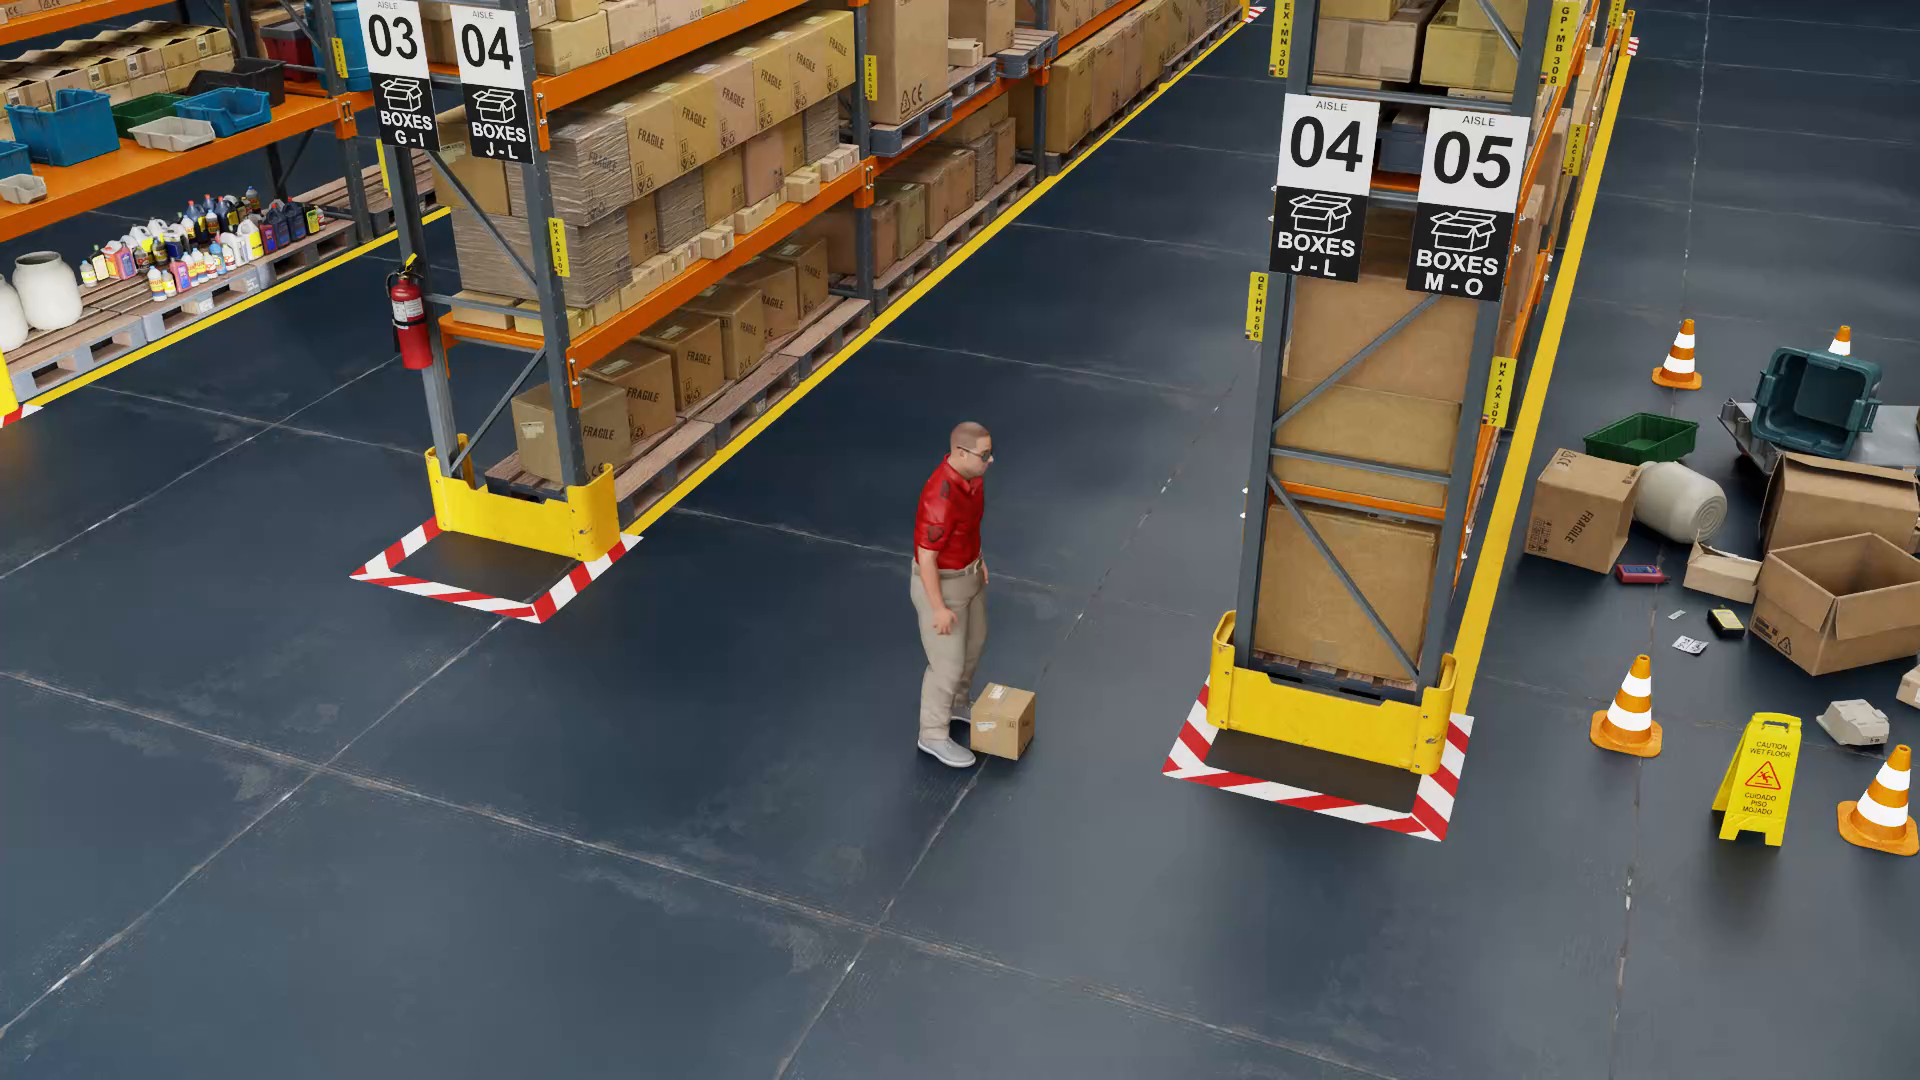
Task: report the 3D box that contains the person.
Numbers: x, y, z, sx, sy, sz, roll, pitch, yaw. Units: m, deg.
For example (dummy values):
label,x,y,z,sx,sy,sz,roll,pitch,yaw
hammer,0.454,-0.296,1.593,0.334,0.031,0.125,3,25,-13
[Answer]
label,x,y,z,sx,sy,sz,roll,pitch,yaw
person,-0.023,0.295,8.068,0.388,1.553,0.577,11,31,19
